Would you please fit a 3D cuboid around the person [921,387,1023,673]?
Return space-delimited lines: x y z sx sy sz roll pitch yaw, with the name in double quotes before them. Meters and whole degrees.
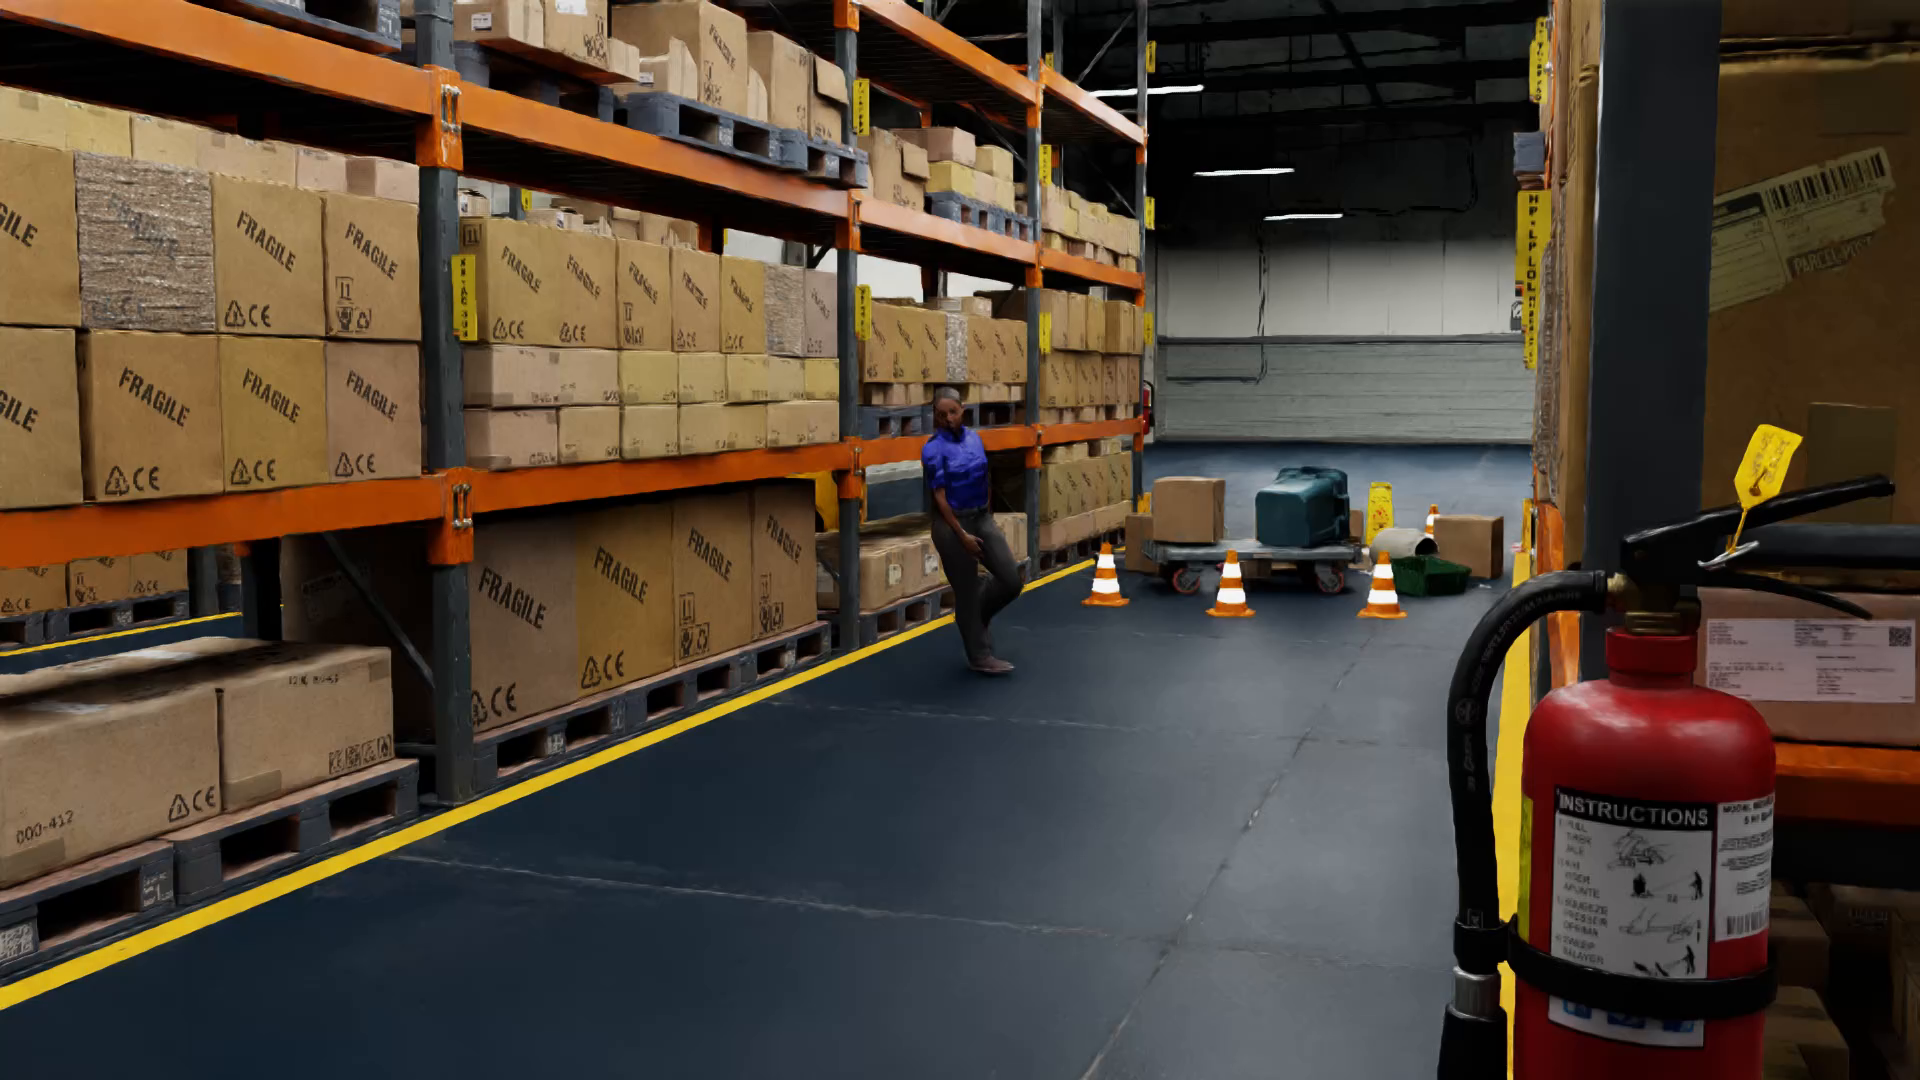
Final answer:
"person" 0.034 -0.051 9.345 0.629 1.611 0.494 -4 7 -39
